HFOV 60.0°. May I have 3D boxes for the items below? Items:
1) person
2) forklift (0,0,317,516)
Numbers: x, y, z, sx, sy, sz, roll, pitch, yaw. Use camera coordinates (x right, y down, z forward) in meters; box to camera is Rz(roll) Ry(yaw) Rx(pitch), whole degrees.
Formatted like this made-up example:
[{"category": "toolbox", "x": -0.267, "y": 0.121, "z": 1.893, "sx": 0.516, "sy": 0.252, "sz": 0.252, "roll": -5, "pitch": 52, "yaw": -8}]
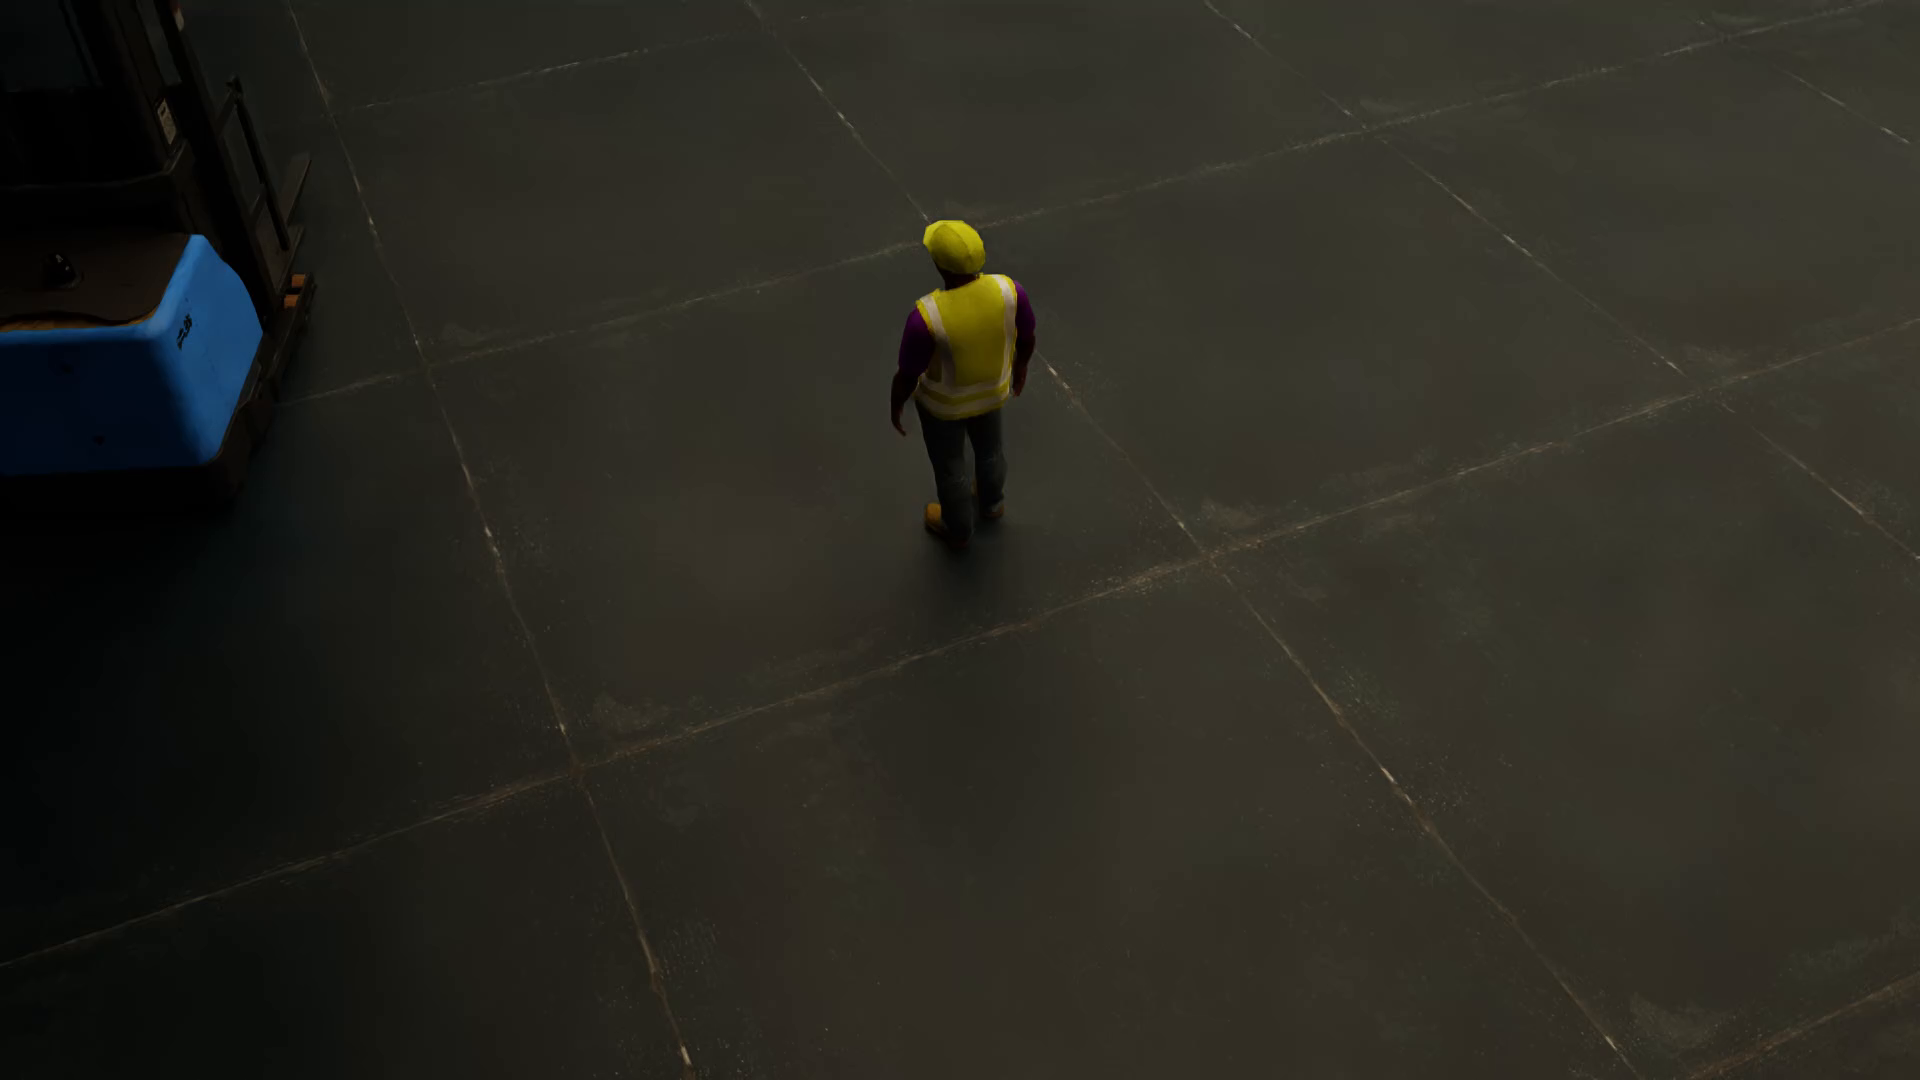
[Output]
[{"category": "person", "x": -0.024, "y": -0.695, "z": 7.269, "sx": 0.665, "sy": 1.766, "sz": 0.576, "roll": -18, "pitch": 46, "yaw": -18}, {"category": "forklift", "x": -4.113, "y": -2.185, "z": 8.022, "sx": 1.130, "sy": 2.935, "sz": 3.031, "roll": -3, "pitch": 43, "yaw": -4}]
